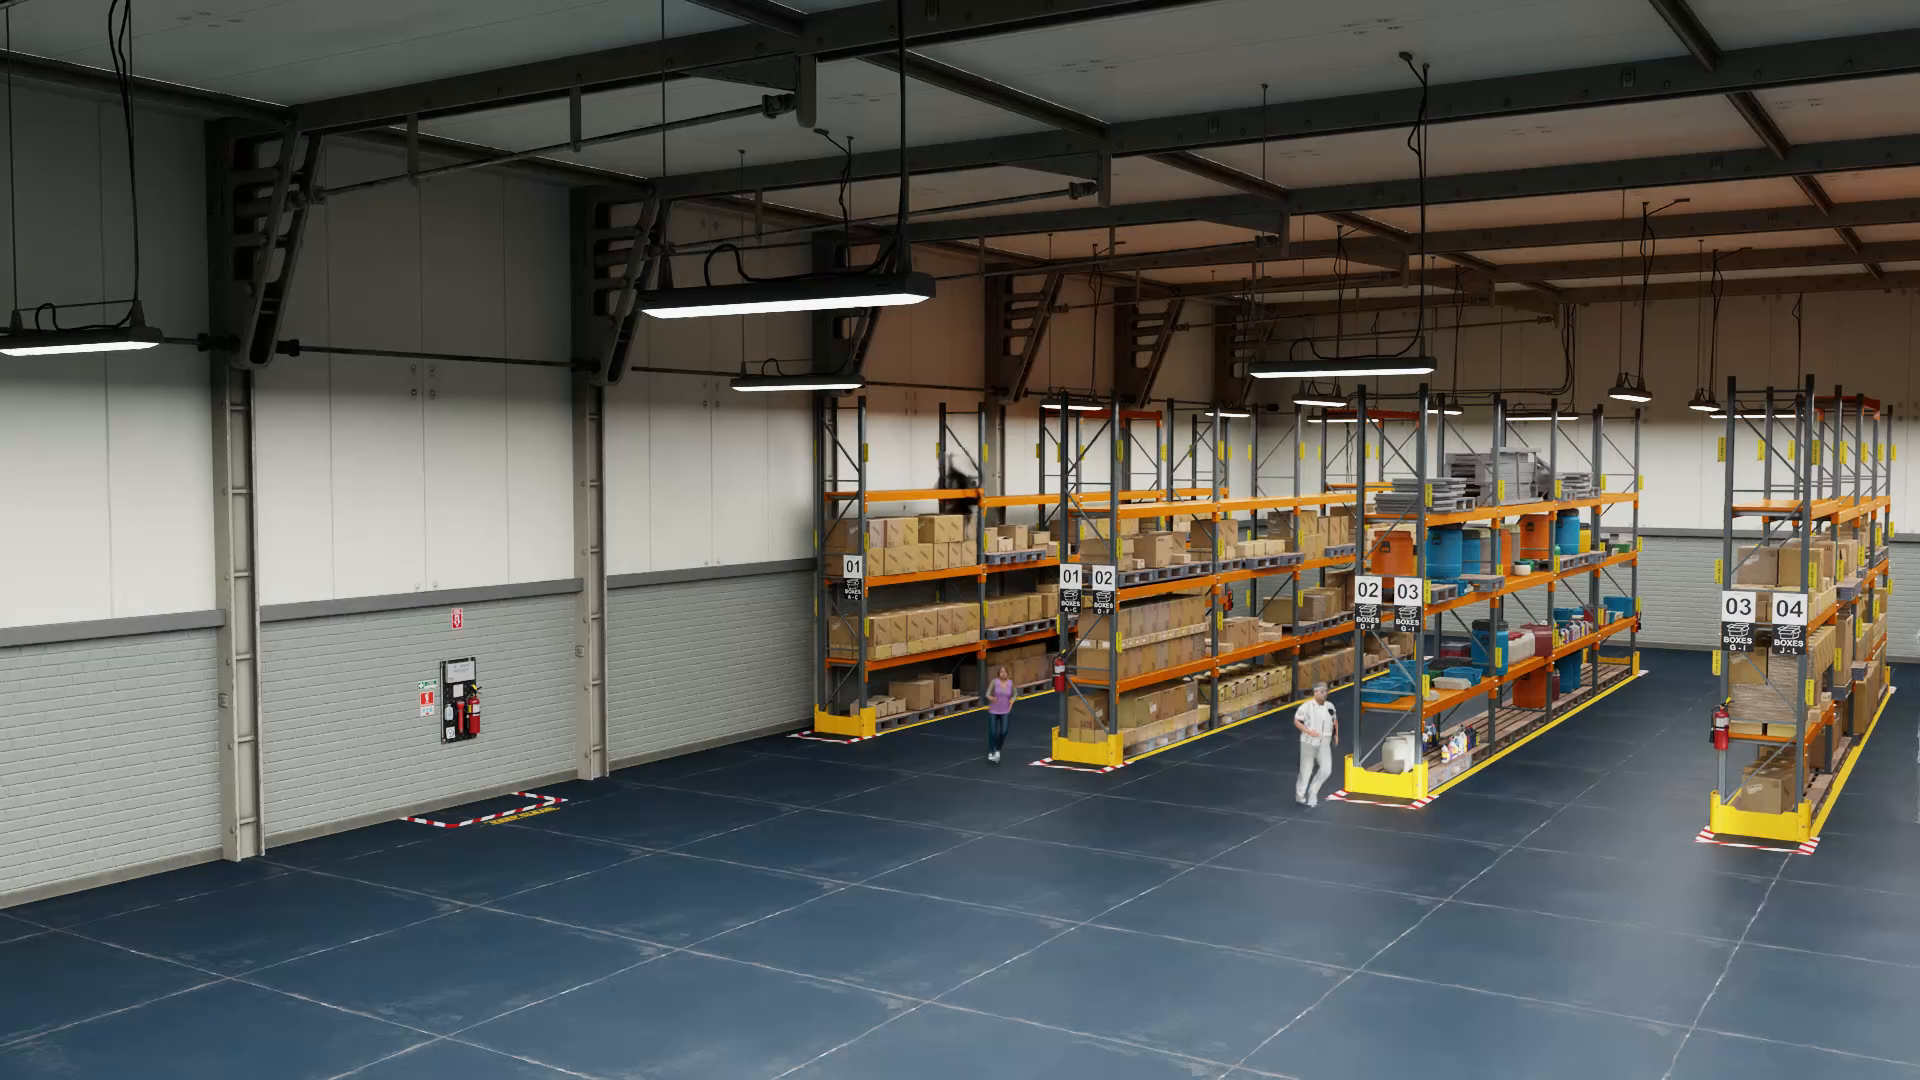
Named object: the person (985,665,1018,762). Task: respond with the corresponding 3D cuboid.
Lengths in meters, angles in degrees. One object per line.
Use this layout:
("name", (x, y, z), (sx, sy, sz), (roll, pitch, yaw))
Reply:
("person", (0.669, 2.806, 26.722), (0.542, 1.551, 0.621), (0, 3, -1))

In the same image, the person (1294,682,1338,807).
("person", (5.083, 2.893, 23.593), (0.712, 1.768, 0.639), (0, 3, -9))
